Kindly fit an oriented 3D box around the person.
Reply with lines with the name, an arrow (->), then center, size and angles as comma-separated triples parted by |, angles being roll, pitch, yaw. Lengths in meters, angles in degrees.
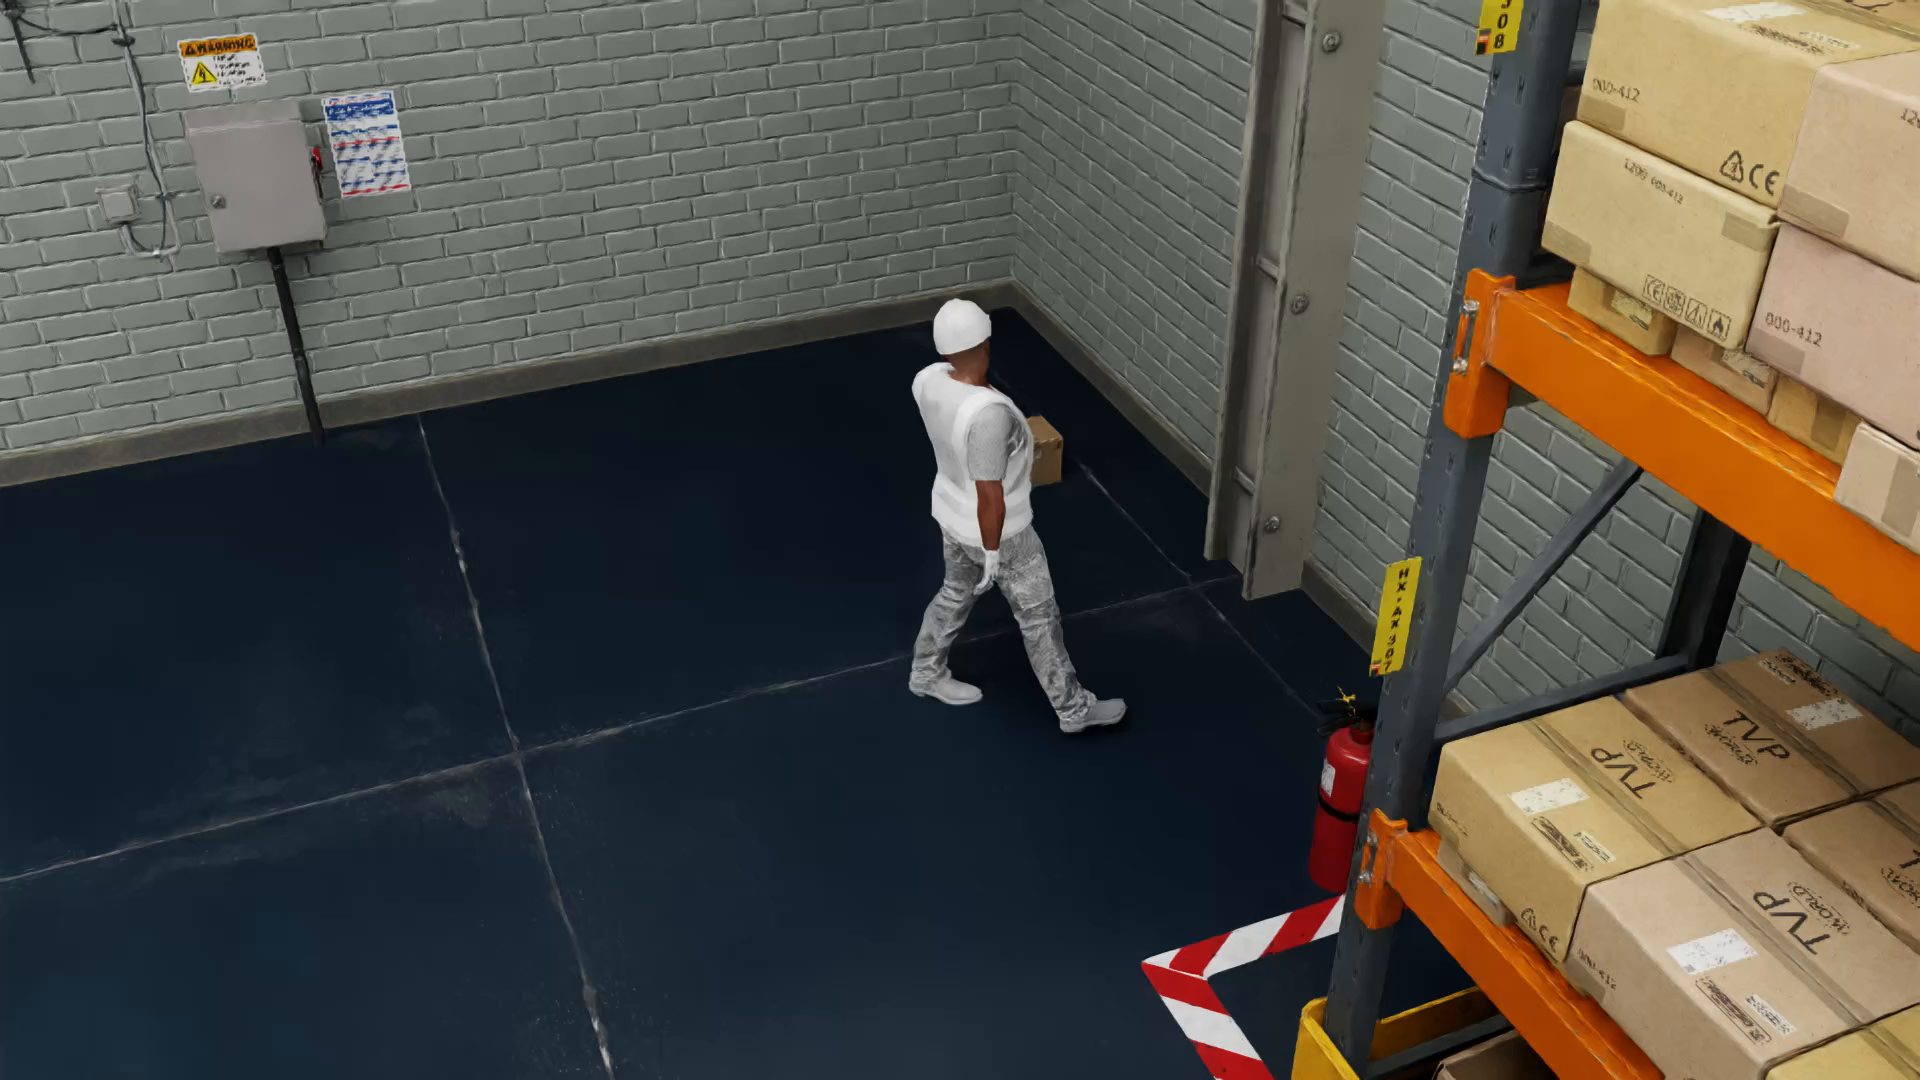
person -> 0.217, -0.074, 6.268 | 0.699, 1.771, 0.719 | -17, 37, -24
